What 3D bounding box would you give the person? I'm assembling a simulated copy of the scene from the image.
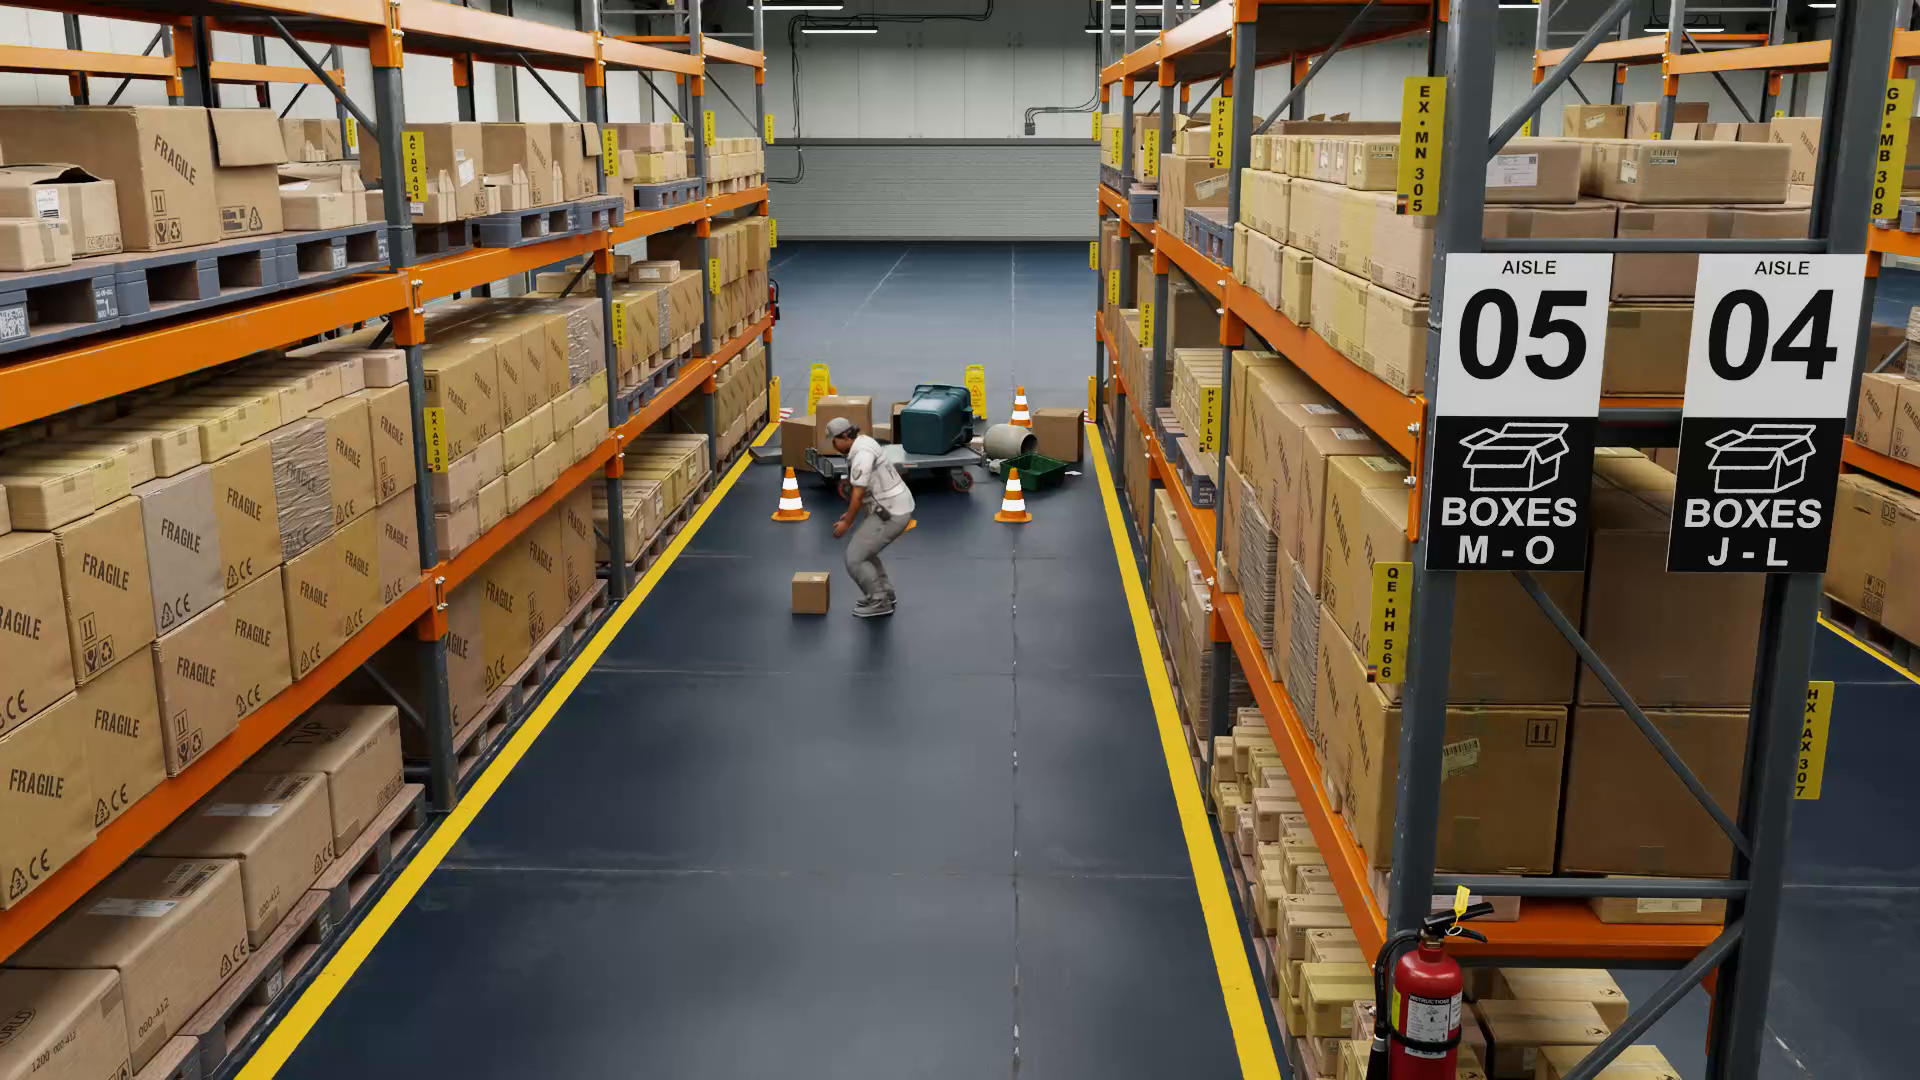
[{"bbox_3d":[7.835,-7.203,30.896,16.153,6.009,40.895,0,14,2],"label":"person"}]
